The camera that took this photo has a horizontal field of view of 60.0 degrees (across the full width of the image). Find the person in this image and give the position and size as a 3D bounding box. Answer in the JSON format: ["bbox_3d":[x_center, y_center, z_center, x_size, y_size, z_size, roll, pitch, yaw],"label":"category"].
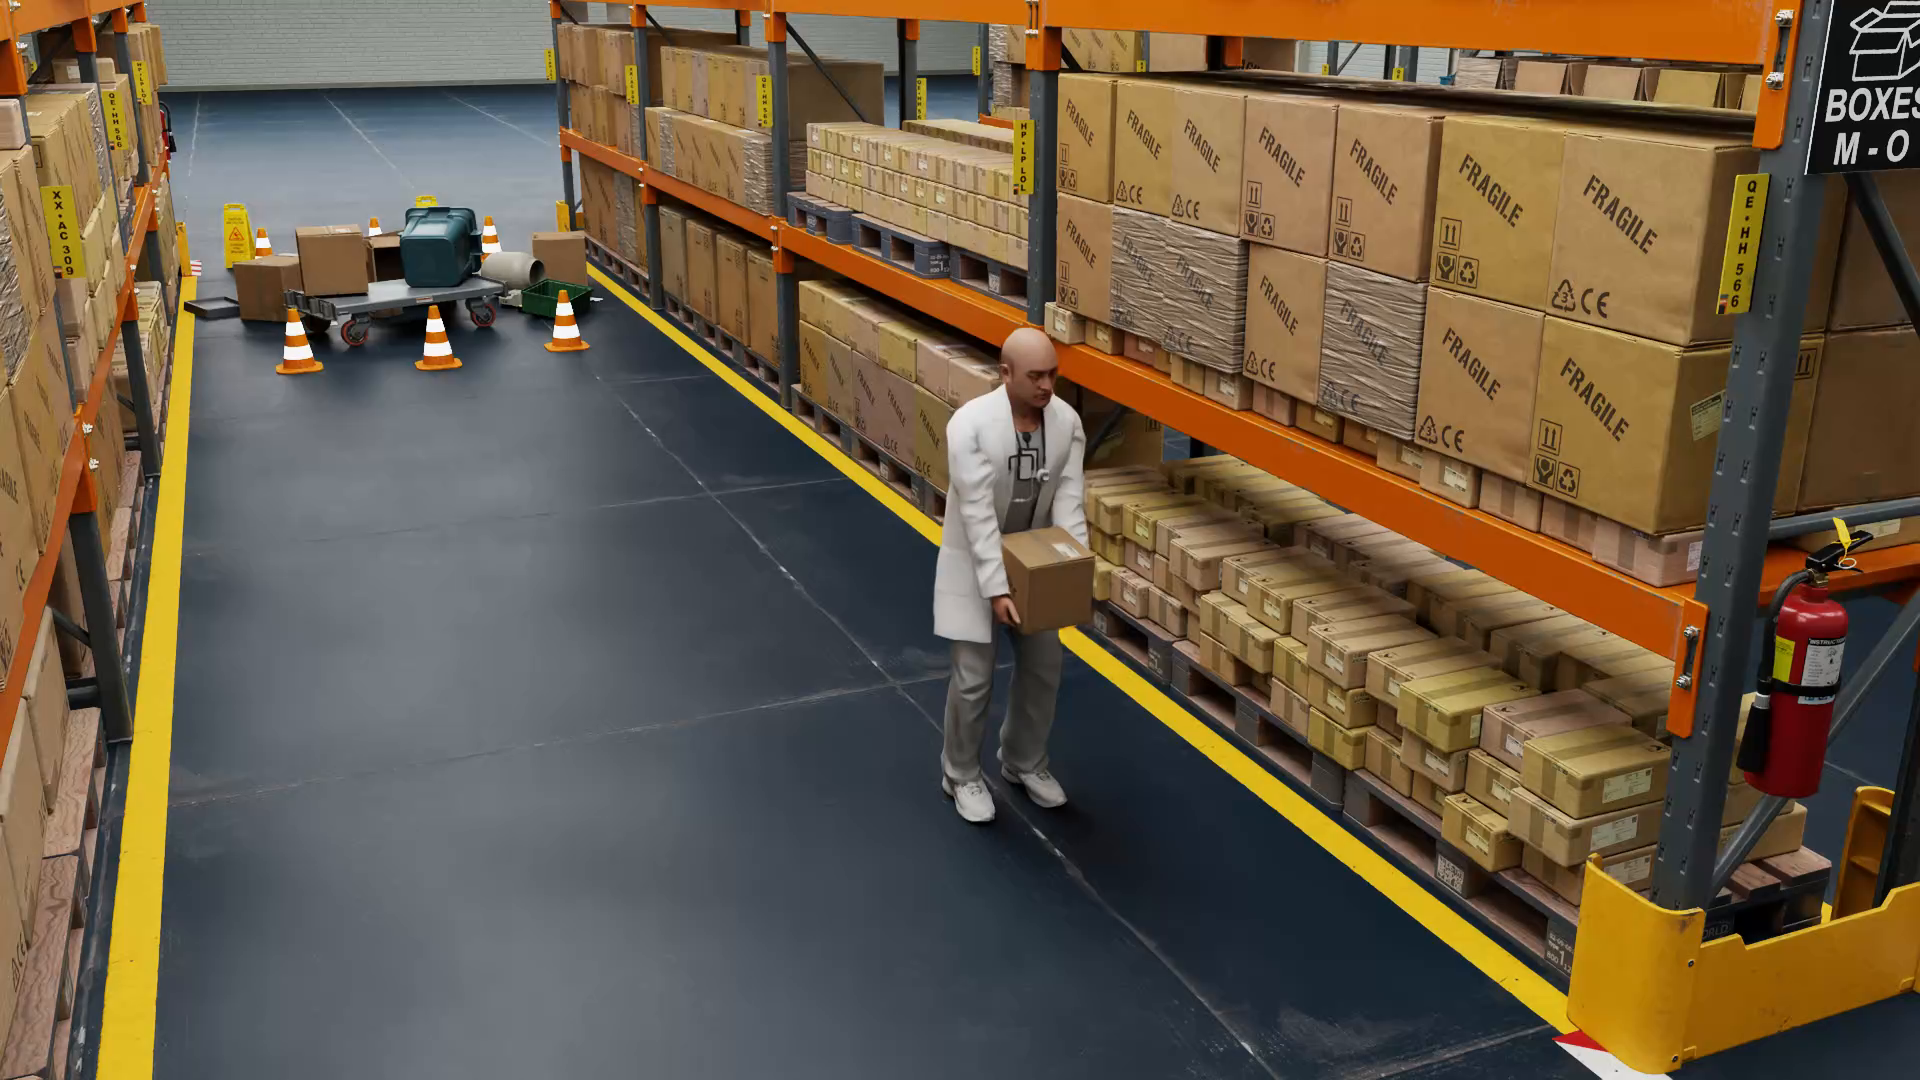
[{"bbox_3d":[0.187,0.135,5.727,0.534,1.757,0.594,-9,20,-24],"label":"person"}]
